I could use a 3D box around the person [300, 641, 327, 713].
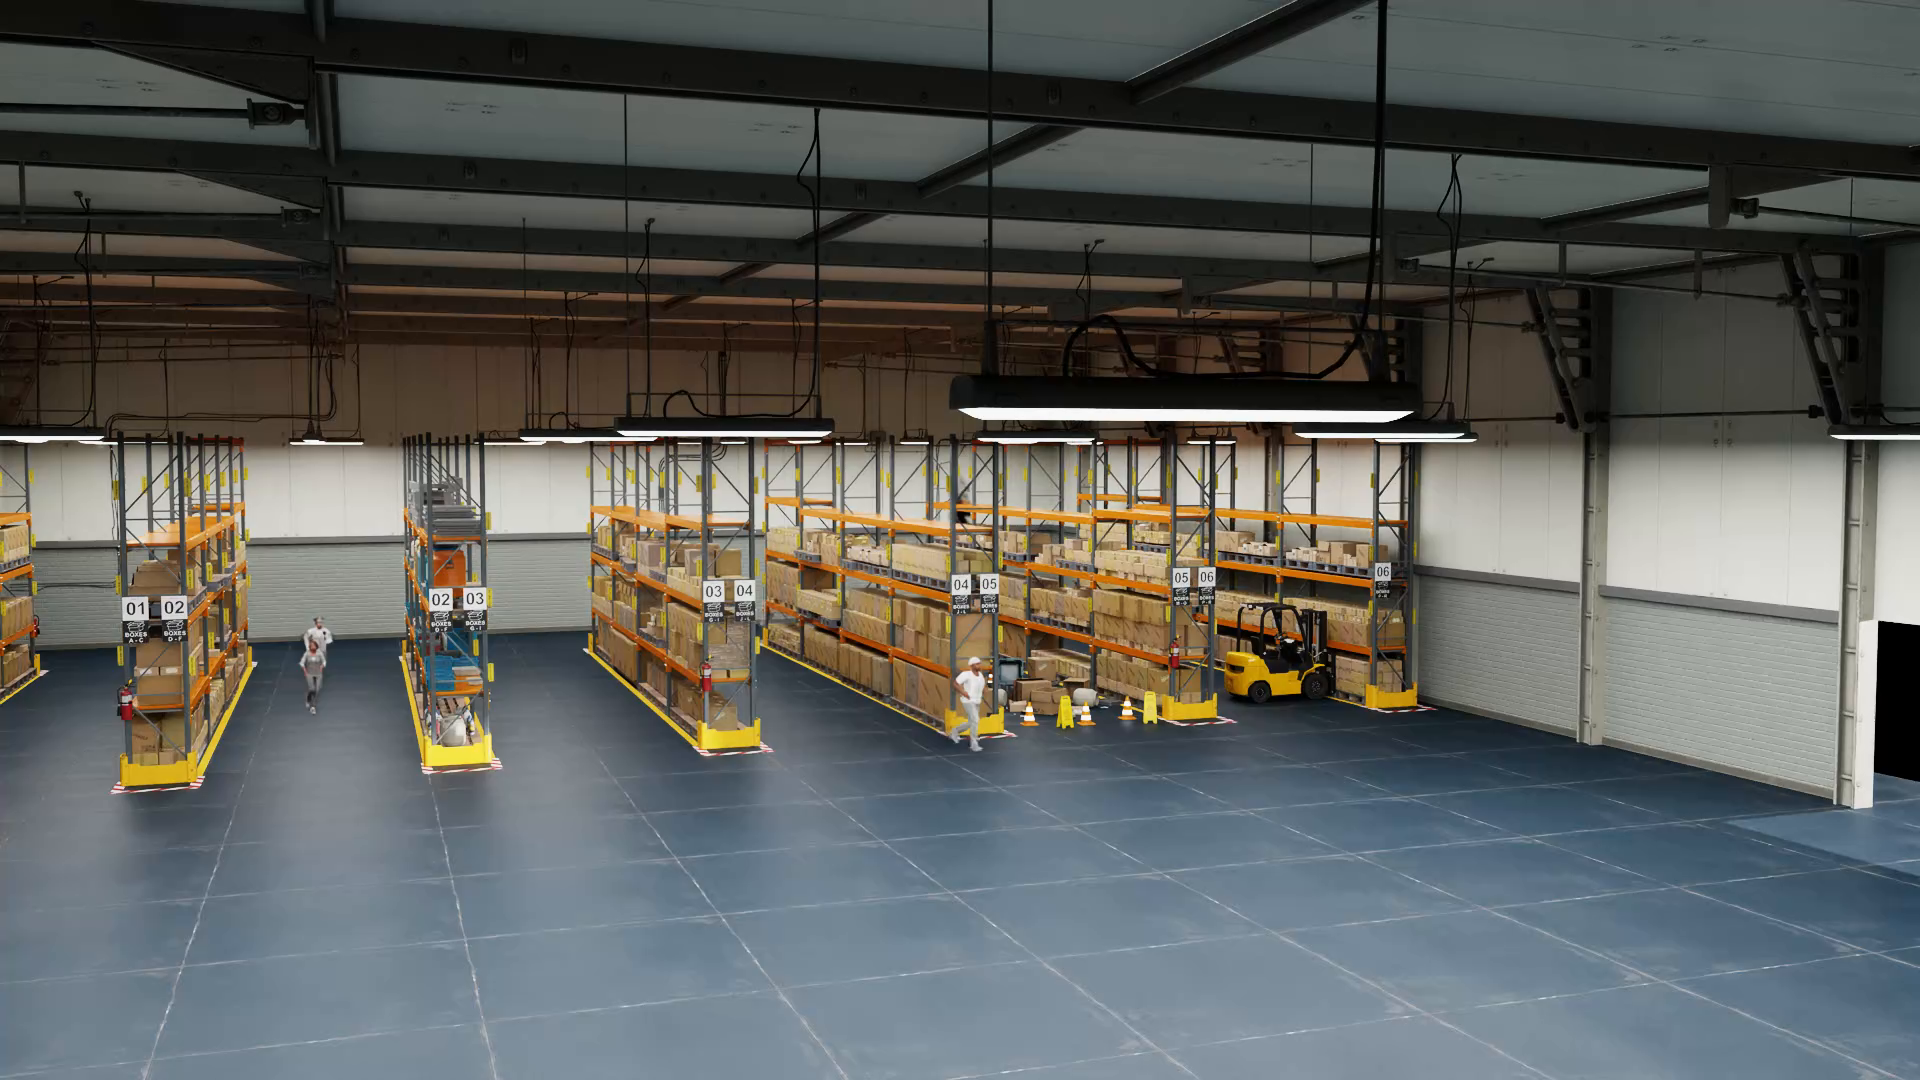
[{"bbox_3d":[-13.918,2.951,35.831,0.510,1.567,0.563,-2,4,-29],"label":"person"}]

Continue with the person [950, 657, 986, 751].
[{"bbox_3d":[0.216,3.109,31.777,0.876,1.746,0.743,3,4,41],"label":"person"}]

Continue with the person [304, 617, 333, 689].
[{"bbox_3d":[-15.275,2.689,39.640,0.572,1.734,0.797,-2,4,-35],"label":"person"}]

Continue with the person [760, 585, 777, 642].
[{"bbox_3d":[-5.644,2.142,49.359,0.670,1.734,0.680,-2,4,-26],"label":"person"}]
